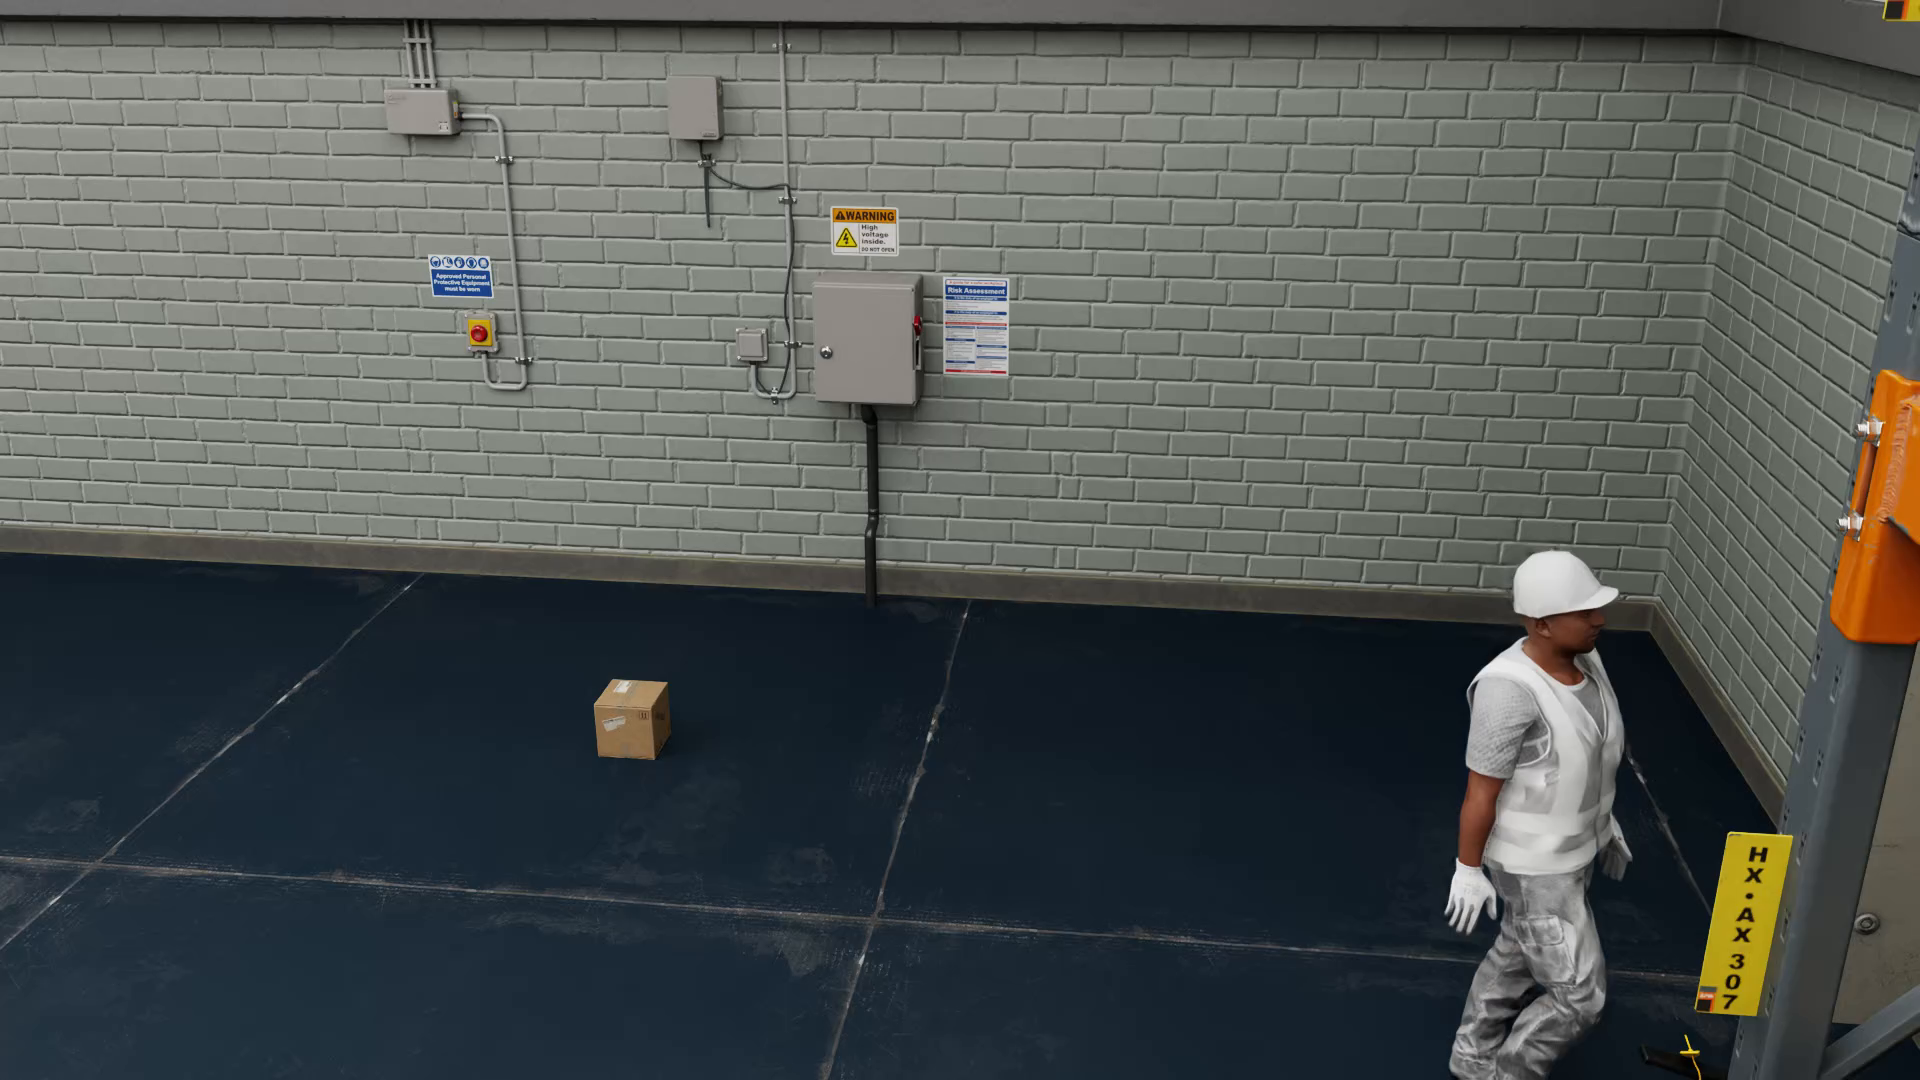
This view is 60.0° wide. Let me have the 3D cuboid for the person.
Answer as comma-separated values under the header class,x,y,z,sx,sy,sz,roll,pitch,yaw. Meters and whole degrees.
class,x,y,z,sx,sy,sz,roll,pitch,yaw
person,1.673,0.910,4.687,0.487,1.832,0.598,18,27,38
